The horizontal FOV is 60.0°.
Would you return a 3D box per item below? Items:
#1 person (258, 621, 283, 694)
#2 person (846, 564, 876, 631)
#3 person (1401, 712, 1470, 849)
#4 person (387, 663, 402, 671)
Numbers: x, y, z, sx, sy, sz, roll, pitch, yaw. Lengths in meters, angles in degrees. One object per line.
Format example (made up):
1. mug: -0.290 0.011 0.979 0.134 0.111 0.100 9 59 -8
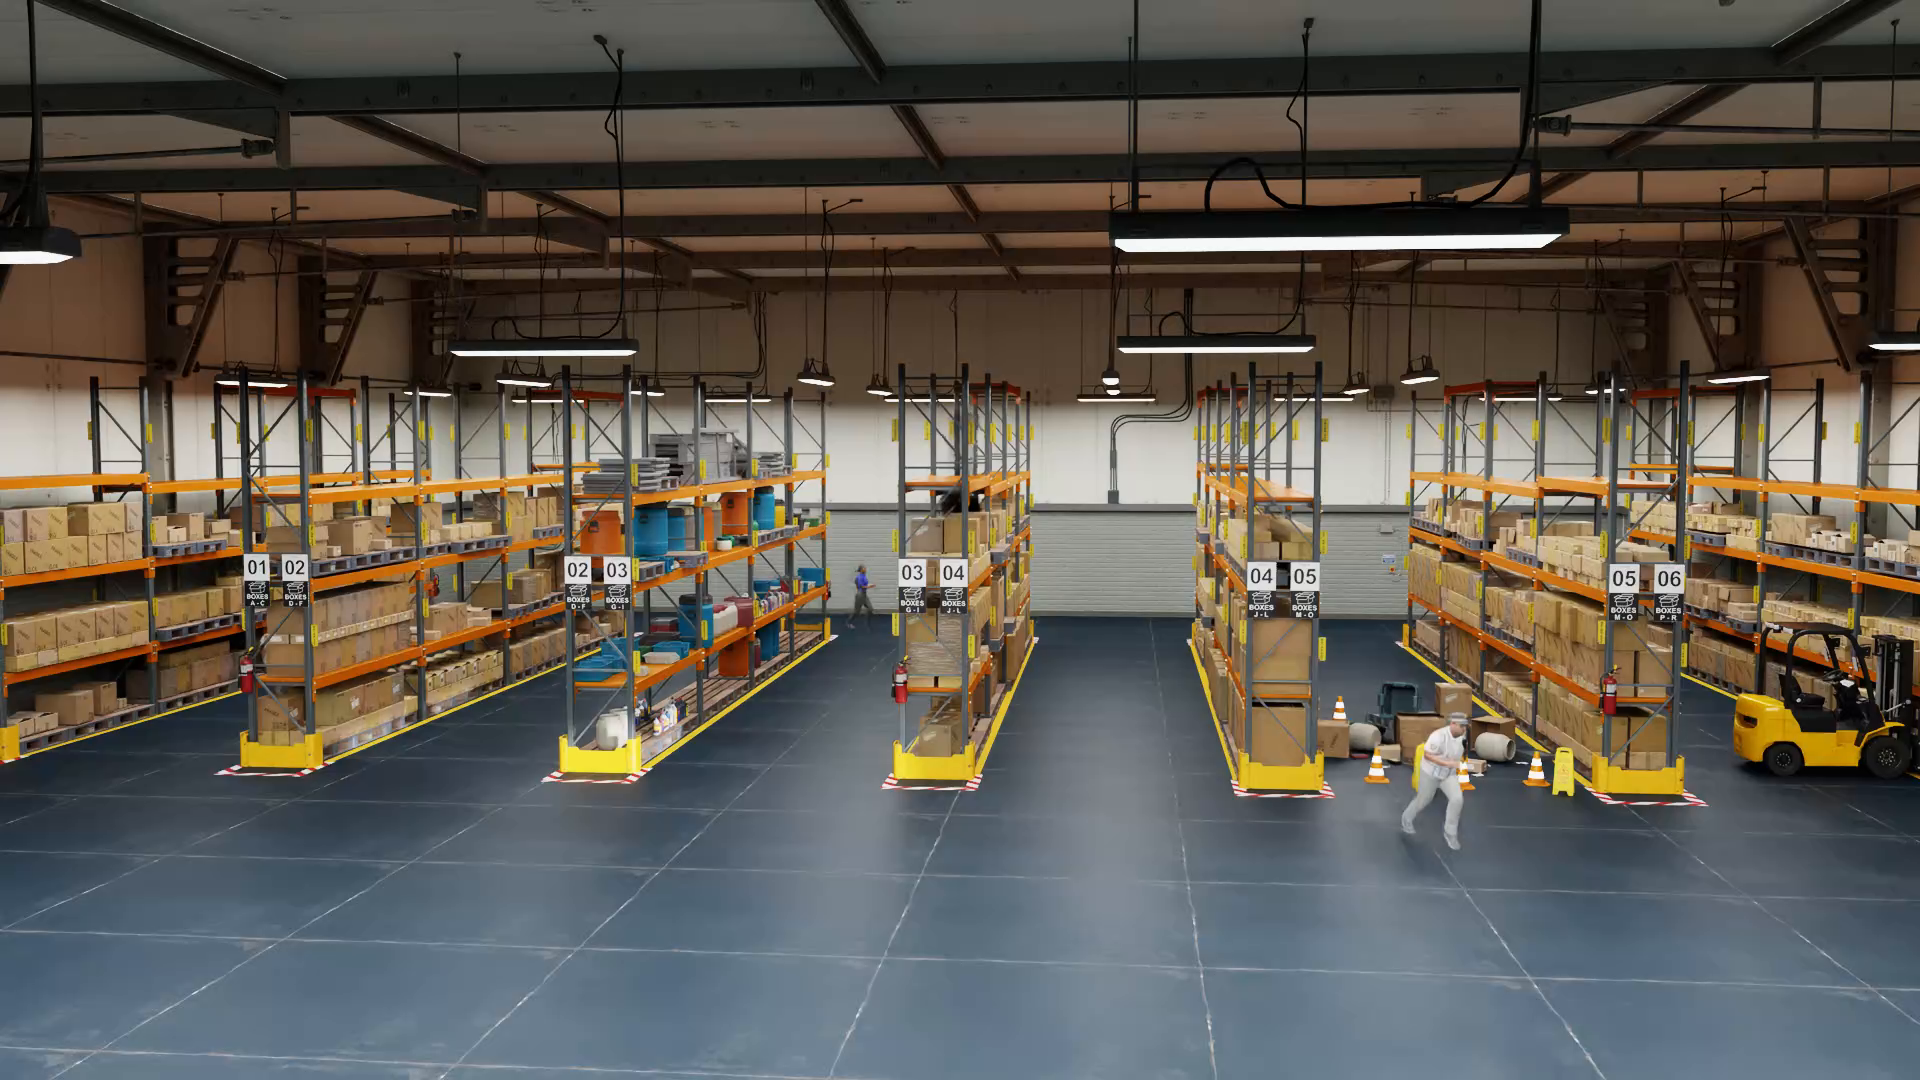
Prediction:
1. person: -12.249 2.245 29.744 0.579 1.711 0.924 -1 4 -15
2. person: -2.502 1.489 42.129 0.786 1.747 0.540 1 4 13
3. person: 5.818 2.903 20.352 0.708 1.720 1.015 -2 4 -29
4. person: -11.286 2.068 32.803 0.661 1.682 0.585 1 4 11
